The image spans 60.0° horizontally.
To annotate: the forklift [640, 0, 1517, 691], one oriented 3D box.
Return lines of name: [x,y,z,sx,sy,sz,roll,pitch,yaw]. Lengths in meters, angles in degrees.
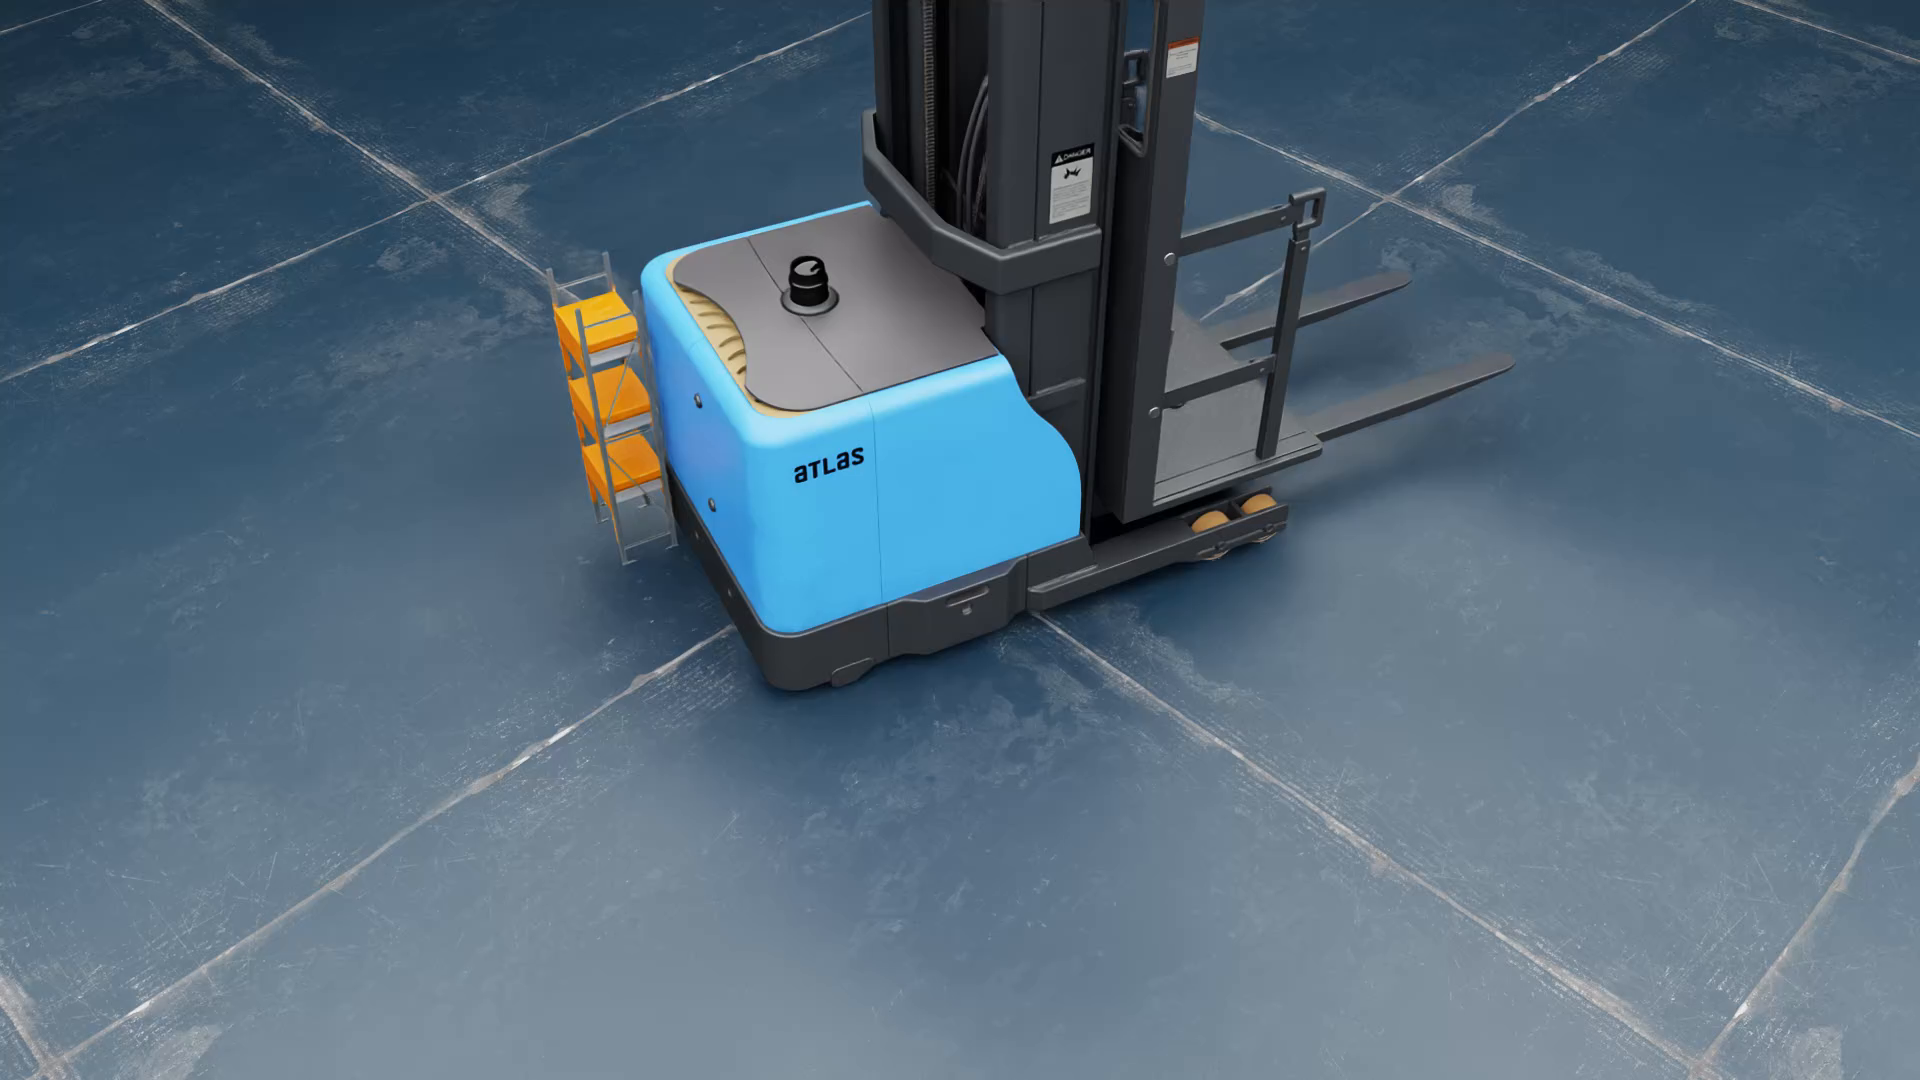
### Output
forklift: [0.556,-1.311,5.010,3.031,2.935,1.130,-19,46,-19]

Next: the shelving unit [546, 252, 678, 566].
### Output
shelving unit: [-1.120,-0.404,5.414,0.215,1.050,0.252,-21,47,-22]

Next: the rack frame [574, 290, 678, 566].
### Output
rack frame: [-1.059,-0.333,5.337,0.200,1.050,0.008,-21,47,-22]

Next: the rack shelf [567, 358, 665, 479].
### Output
rack shelf: [-1.120,-0.397,5.421,0.215,0.259,0.240,-21,47,-22]

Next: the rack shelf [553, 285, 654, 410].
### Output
rack shelf: [-1.120,-0.605,5.229,0.215,0.259,0.240,-21,47,-22]

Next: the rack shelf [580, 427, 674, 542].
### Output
rack shelf: [-1.120,-0.193,5.610,0.215,0.259,0.240,-21,47,-22]

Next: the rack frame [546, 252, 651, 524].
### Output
rack frame: [-1.182,-0.476,5.492,0.200,1.050,0.008,-21,47,-22]
